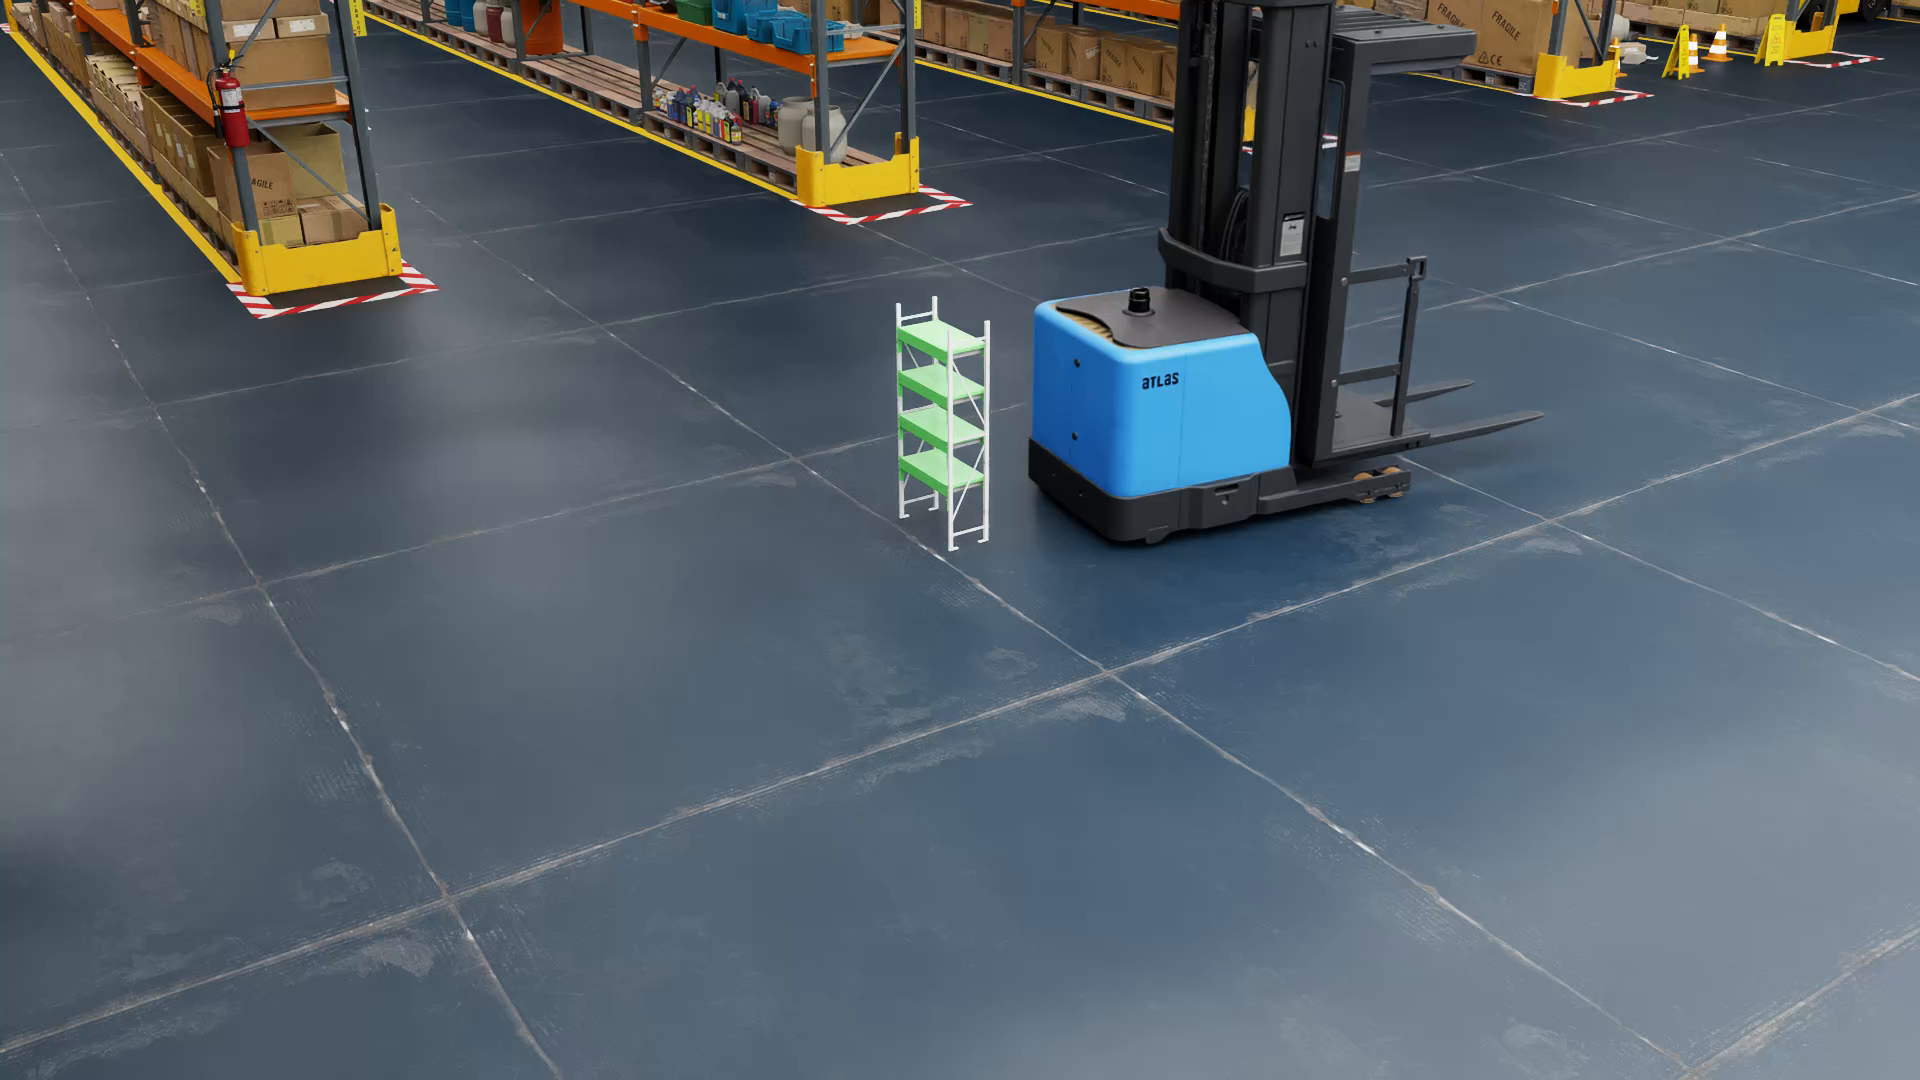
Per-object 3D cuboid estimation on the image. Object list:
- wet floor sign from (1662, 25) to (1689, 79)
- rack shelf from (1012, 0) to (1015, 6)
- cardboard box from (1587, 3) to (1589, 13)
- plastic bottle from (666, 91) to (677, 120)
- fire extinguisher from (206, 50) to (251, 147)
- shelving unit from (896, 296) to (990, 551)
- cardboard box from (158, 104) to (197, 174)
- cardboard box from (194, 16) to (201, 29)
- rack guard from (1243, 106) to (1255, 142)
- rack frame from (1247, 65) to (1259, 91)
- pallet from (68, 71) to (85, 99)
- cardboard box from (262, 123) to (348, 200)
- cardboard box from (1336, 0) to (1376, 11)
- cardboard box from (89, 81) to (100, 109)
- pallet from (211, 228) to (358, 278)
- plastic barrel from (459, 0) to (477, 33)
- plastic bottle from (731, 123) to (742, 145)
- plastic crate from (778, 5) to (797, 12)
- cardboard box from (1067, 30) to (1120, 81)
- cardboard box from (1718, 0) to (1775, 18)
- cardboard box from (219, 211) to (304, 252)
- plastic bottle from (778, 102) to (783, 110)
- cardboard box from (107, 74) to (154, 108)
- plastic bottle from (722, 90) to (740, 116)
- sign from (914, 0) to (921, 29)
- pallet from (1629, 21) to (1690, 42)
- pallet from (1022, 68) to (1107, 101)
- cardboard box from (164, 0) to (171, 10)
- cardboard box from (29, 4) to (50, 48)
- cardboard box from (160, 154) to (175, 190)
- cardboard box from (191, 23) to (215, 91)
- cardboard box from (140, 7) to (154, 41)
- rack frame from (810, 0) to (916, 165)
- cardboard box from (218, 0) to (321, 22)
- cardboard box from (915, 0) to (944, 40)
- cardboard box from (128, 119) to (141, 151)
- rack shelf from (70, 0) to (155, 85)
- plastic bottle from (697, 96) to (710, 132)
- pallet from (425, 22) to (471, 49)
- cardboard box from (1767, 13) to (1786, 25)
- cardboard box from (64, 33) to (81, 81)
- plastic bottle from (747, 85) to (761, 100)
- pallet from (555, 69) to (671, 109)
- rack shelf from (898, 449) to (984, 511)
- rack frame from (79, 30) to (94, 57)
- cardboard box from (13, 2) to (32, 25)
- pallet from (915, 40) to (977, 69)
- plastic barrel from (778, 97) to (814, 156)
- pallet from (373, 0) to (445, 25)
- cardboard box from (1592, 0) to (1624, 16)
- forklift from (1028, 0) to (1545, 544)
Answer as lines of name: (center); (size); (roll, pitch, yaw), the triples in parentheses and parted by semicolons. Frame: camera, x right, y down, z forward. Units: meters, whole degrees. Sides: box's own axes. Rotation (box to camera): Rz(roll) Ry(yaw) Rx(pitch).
wet floor sign: (9.172, -6.226, 21.183); (0.267, 0.644, 0.232); (-22, 33, -38)
rack shelf: (0.011, -7.541, 22.053); (1.077, 0.370, 4.000); (-16, 29, -30)
cardboard box: (8.851, -7.631, 24.325); (0.500, 0.500, 0.500); (3, 25, 6)
plastic bottle: (-3.041, -4.638, 17.737); (0.152, 0.276, 0.135); (-14, 29, -28)
fire extinguisher: (-5.340, -3.227, 12.163); (0.296, 0.674, 0.183); (-16, 29, -30)
shelving unit: (-0.090, -0.602, 8.619); (0.258, 1.200, 0.503); (-16, 29, -30)
cardboard box: (-6.662, -3.533, 14.570); (0.500, 0.500, 0.500); (-16, 29, -30)
cardboard box: (-5.803, -4.119, 13.084); (0.380, 0.149, 0.250); (-15, 29, -29)
rack guard: (3.245, -4.617, 17.944); (1.175, 0.500, 0.348); (-16, 29, -30)
rack frame: (3.286, -5.720, 17.353); (1.000, 3.000, 0.127); (-16, 29, -30)
pallet: (-10.421, -5.725, 20.630); (1.003, 0.211, 1.213); (-16, 29, -30)
cardboard box: (-5.396, -3.120, 13.697); (0.500, 0.500, 0.500); (-16, 29, -30)
cardboard box: (5.598, -7.258, 22.609); (0.875, 0.875, 0.875); (-15, 29, -29)
cardboard box: (-9.343, -4.965, 18.482); (0.500, 0.250, 0.500); (-16, 29, -30)
pallet: (-5.468, -2.416, 13.620); (1.003, 0.211, 1.213); (-16, 29, -30)
plastic barrel: (-6.745, -7.647, 23.401); (0.600, 0.901, 0.708); (-16, 29, -30)
plastic bottle: (-2.233, -4.054, 16.587); (0.097, 0.201, 0.097); (0, 25, 0)
plastic crate: (-1.948, -5.355, 16.890); (0.530, 0.136, 0.437); (-16, 29, -30)
cardboard box: (1.607, -5.855, 20.075); (0.500, 0.500, 0.500); (-6, 26, -13)
cardboard box: (10.934, -7.541, 23.061); (0.500, 0.500, 0.500); (-15, 29, -29)
cardboard box: (-5.556, -2.482, 13.223); (0.500, 0.250, 0.500); (-16, 29, -30)
plastic bottle: (-1.834, -4.410, 17.260); (0.097, 0.271, 0.097); (0, 25, 0)
cardboard box: (-8.491, -4.666, 17.192); (0.500, 0.311, 0.500); (-16, 30, -30)
plastic bottle: (-2.460, -4.688, 17.843); (0.152, 0.276, 0.135); (-16, 29, -30)
sign: (-0.400, -4.818, 15.117); (0.100, 0.325, 0.005); (-16, 29, -30)
pallet: (10.472, -7.530, 24.455); (1.003, 0.211, 1.213); (-16, 29, -30)
pallet: (1.499, -5.658, 20.488); (1.003, 0.211, 1.213); (-16, 29, -30)
cardboard box: (-6.508, -4.581, 14.063); (0.380, 0.149, 0.250); (-17, 30, -31)
cardboard box: (-12.115, -6.911, 22.289); (0.500, 0.500, 0.500); (-16, 29, -30)
cardboard box: (-6.931, -3.373, 15.111); (0.500, 0.250, 0.500); (-16, 29, -30)
cardboard box: (-5.817, -3.994, 13.579); (0.700, 0.500, 0.500); (-15, 29, -29)
cardboard box: (-7.505, -4.942, 15.880); (0.500, 0.250, 0.500); (-14, 28, -26)
rack frame: (-0.863, -4.566, 14.908); (1.000, 3.000, 0.127); (-16, 29, -30)
cardboard box: (-5.289, -4.234, 12.567); (0.700, 0.500, 0.500); (-15, 29, -29)
cardboard box: (-0.385, -7.220, 22.942); (0.700, 0.500, 0.500); (-18, 31, -34)
cardboard box: (-7.943, -4.052, 16.549); (0.500, 0.250, 0.500); (-16, 30, -30)
rack shelf: (-8.291, -5.234, 17.165); (1.077, 0.370, 4.000); (-16, 29, -30)
plastic bottle: (-2.619, -4.393, 17.129); (0.144, 0.351, 0.185); (-16, 30, -30)
pallet: (-7.028, -7.311, 23.990); (1.003, 0.211, 1.213); (-16, 29, -30)
cardboard box: (11.381, -7.329, 23.490); (0.500, 0.250, 0.500); (-16, 30, -30)
cardboard box: (-10.372, -5.808, 19.952); (0.500, 0.500, 0.500); (-17, 30, -31)
plastic bottle: (-2.173, -4.650, 17.675); (0.144, 0.351, 0.185); (-16, 29, -30)
pallet: (-4.178, -5.444, 20.035); (1.003, 0.211, 1.213); (-16, 29, -30)
rack shelf: (-0.090, -0.327, 8.749); (0.258, 0.148, 0.480); (-16, 29, -30)
rack frame: (-9.383, -6.274, 18.527); (1.000, 3.000, 0.127); (-16, 29, -30)
cardboard box: (-13.418, -7.652, 24.151); (0.500, 0.250, 0.500); (-16, 29, -30)
pallet: (0.007, -6.605, 22.493); (1.003, 0.211, 1.213); (-16, 29, -30)
plastic barrel: (-1.560, -4.028, 16.190); (0.421, 0.512, 0.421); (0, 25, 0)
pallet: (-8.518, -8.288, 26.059); (1.003, 0.211, 1.213); (-16, 29, -30)
cardboard box: (9.803, -7.944, 24.794); (0.500, 0.250, 0.500); (-14, 29, -27)
forklift: (1.941, -1.717, 8.954); (3.031, 2.935, 1.130); (-11, 28, -23)
